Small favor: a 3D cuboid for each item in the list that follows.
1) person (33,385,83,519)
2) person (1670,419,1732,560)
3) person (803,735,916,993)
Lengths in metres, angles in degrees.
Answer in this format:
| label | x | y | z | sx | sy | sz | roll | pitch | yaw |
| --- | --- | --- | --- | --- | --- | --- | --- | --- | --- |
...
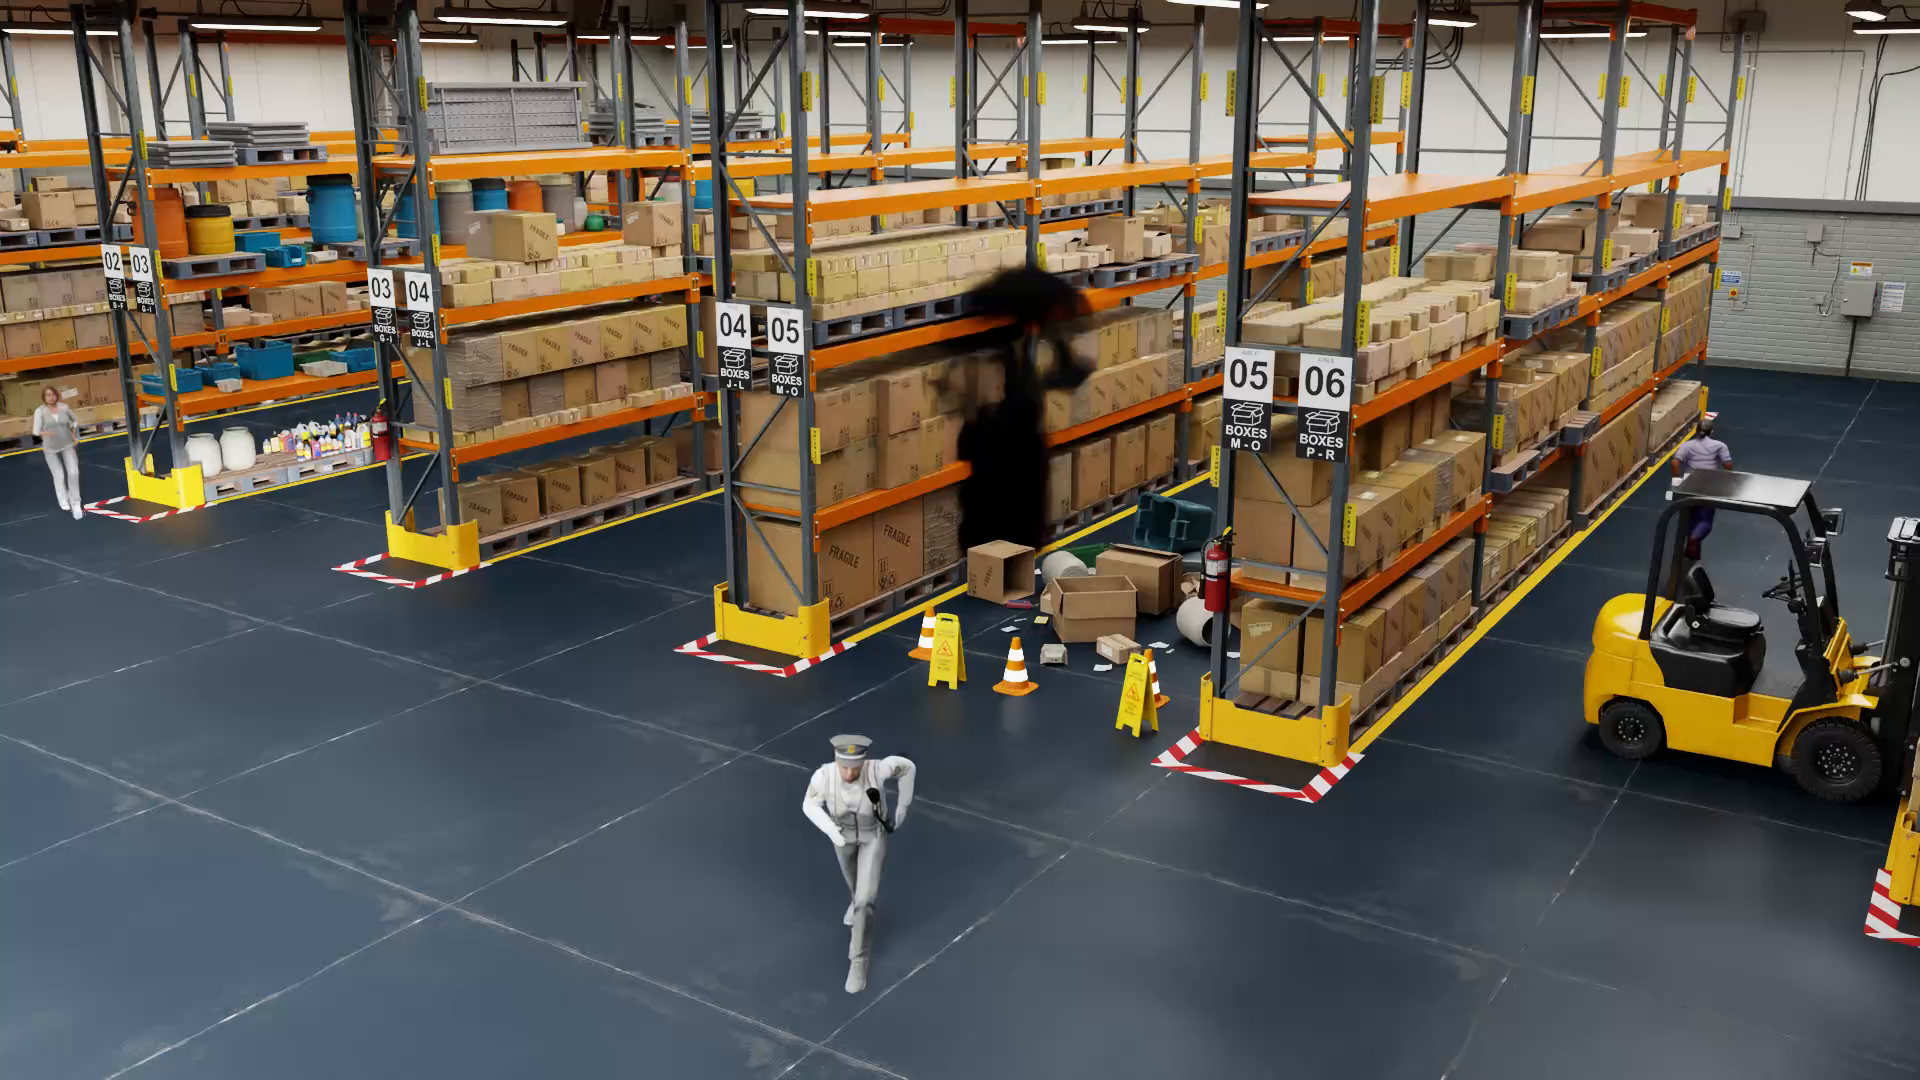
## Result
| label | x | y | z | sx | sy | sz | roll | pitch | yaw |
| --- | --- | --- | --- | --- | --- | --- | --- | --- | --- |
| person | -10.866 | -1.059 | 20.069 | 0.513 | 1.637 | 0.706 | -10 | 18 | -32 |
| person | 7.985 | -0.470 | 18.008 | 0.606 | 1.646 | 0.920 | 9 | 18 | 30 |
| person | -0.587 | 1.796 | 9.924 | 0.656 | 1.624 | 0.956 | 0 | 16 | 1 |
